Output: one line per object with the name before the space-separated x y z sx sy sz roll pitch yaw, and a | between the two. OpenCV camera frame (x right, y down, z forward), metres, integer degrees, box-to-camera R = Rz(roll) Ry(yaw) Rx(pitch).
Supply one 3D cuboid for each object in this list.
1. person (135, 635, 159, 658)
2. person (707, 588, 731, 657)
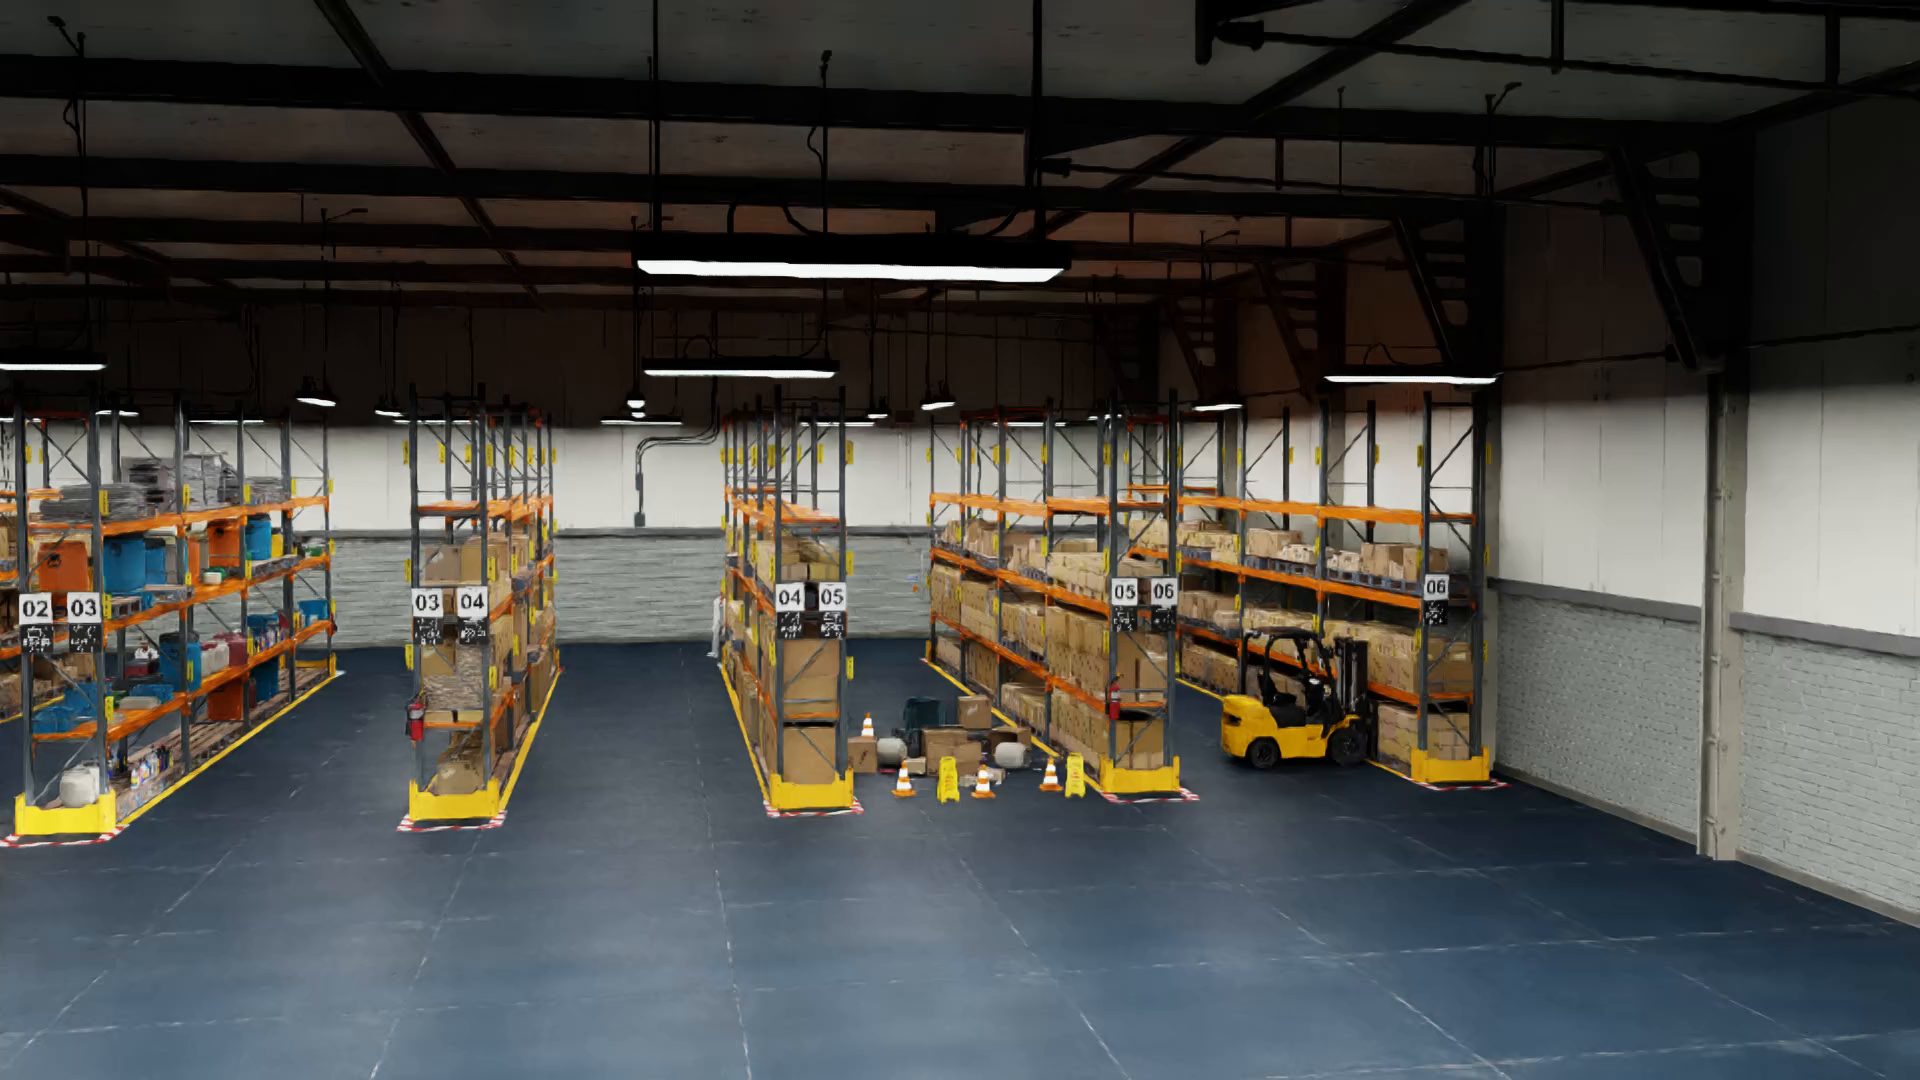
person | -15.434 2.587 31.577 0.488 1.590 1.089 -1 3 -13
person | -5.890 2.141 41.456 0.634 1.545 1.042 1 3 12
